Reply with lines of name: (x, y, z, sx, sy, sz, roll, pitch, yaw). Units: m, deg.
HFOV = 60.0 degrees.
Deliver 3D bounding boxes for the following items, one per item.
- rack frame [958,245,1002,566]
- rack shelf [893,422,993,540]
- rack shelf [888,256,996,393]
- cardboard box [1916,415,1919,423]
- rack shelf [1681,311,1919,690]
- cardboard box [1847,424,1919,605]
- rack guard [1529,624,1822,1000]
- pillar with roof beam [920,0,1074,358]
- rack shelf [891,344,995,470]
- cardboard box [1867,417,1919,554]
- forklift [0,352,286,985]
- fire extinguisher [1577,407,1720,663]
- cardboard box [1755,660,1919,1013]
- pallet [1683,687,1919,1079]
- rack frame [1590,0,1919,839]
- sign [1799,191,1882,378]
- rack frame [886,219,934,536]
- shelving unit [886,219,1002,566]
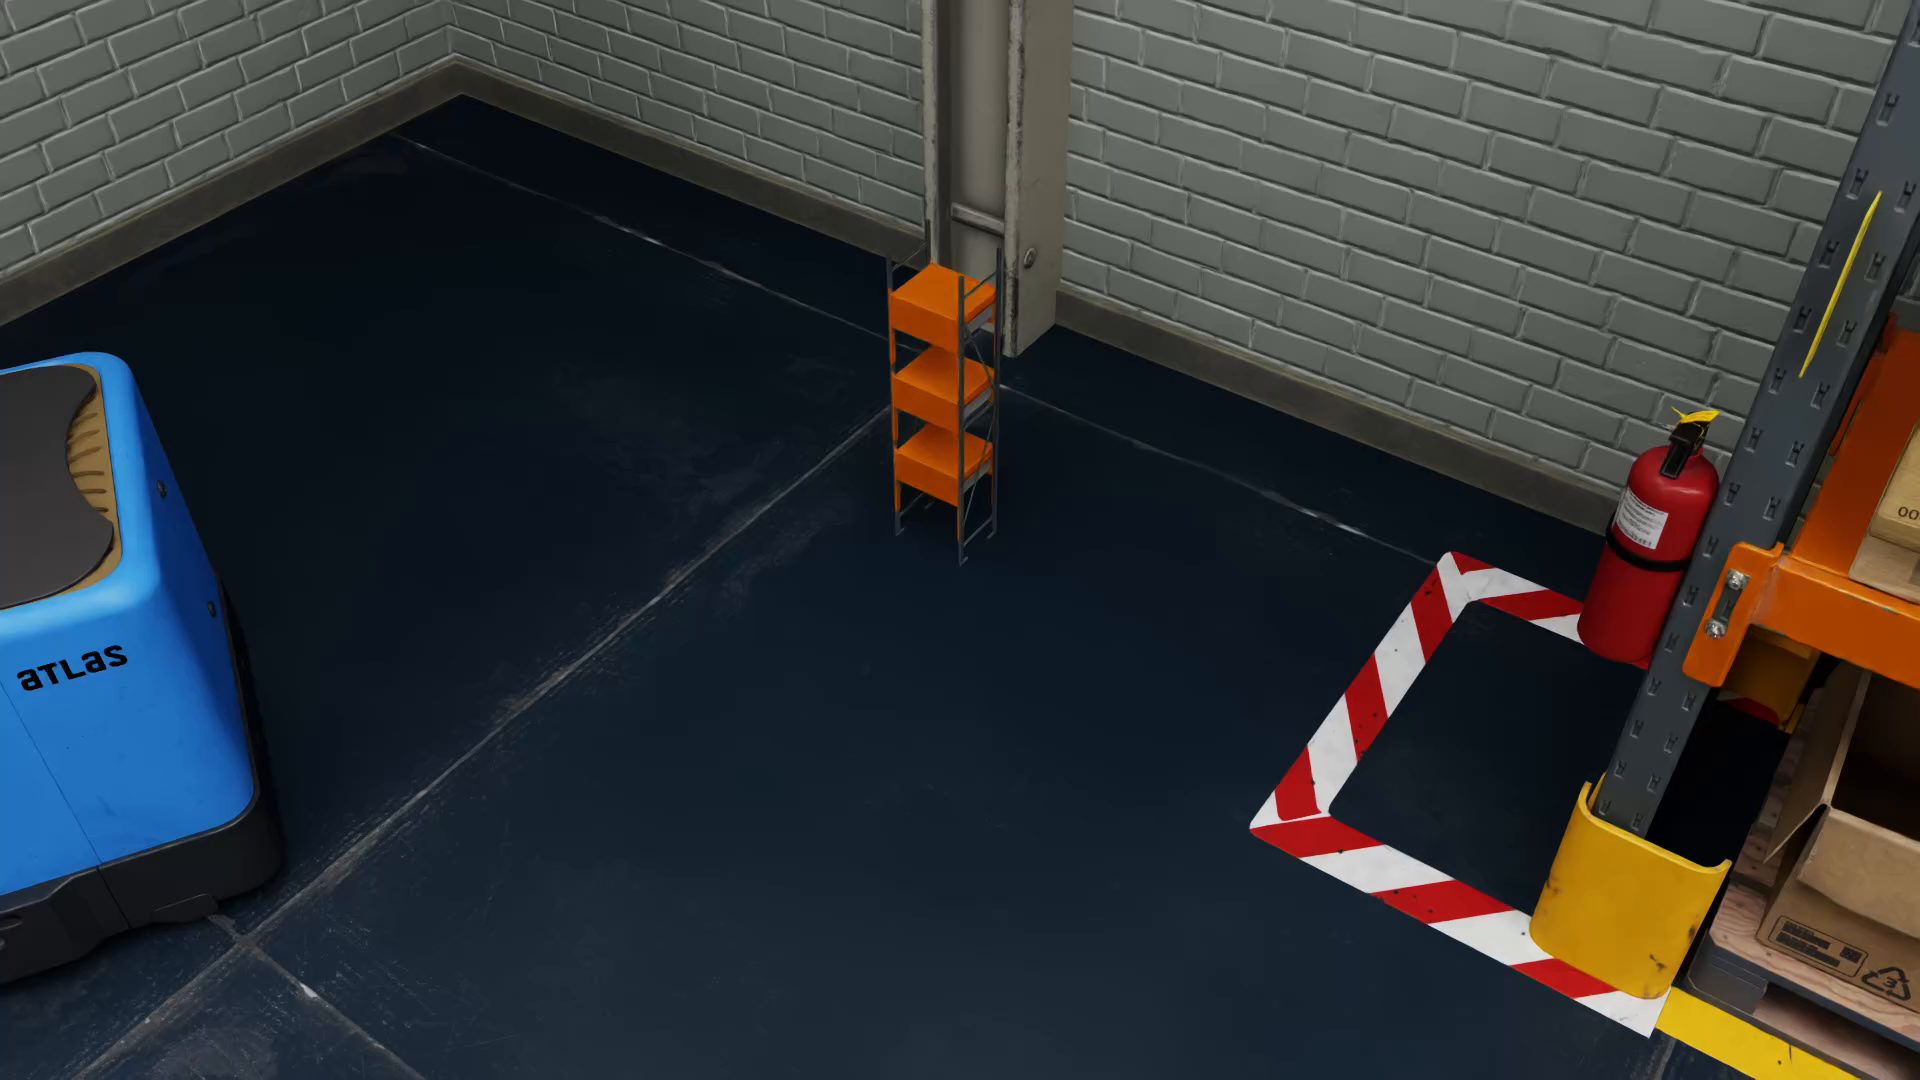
rack frame: (0.056, -0.365, 4.871, 0.008, 1.050, 0.200, 25, 48, 25)
rack shelf: (-0.044, -0.197, 5.115, 0.240, 0.259, 0.215, 25, 48, 25)
rack shelf: (-0.044, -0.615, 4.741, 0.240, 0.259, 0.215, 25, 48, 25)
cardboard box: (2.236, -0.331, 3.559, 0.250, 0.149, 0.380, 25, 47, 25)
rack shelf: (3.448, 0.628, 2.838, 4.000, 0.370, 1.077, 25, 48, 25)
cardboard box: (1.922, -0.036, 3.229, 0.250, 0.149, 0.380, 25, 47, 25)
rack guard: (1.873, 0.555, 4.255, 0.348, 0.500, 1.175, 25, 48, 25)
pillar with roof beam: (-2.352, -1.815, 0.530, 0.400, 9.000, 9.100, 25, 48, 25)
rack shelf: (-0.044, -0.404, 4.930, 0.240, 0.259, 0.215, 25, 48, 25)
cardboard box: (2.027, -0.140, 3.046, 0.500, 0.250, 0.500, 25, 48, 26)
forklift: (-3.281, -0.086, 3.148, 3.031, 2.935, 1.130, -17, 45, -18)
fire extinguisher: (1.425, -0.042, 3.385, 0.183, 0.674, 0.296, 25, 48, 25)
cardboard box: (2.257, 0.654, 3.826, 0.637, 0.503, 0.797, 23, 47, 24)
pallet: (2.526, 0.968, 4.010, 1.213, 0.211, 1.003, 25, 48, 25)
rack frame: (1.810, -0.405, 3.454, 0.127, 3.000, 1.000, 25, 48, 25)
sign: (1.499, -0.432, 2.834, 0.005, 0.325, 0.100, 25, 48, 25)
rack frame: (-0.144, -0.458, 4.975, 0.008, 1.050, 0.200, 25, 48, 25)
shelving unit: (-0.044, -0.412, 4.923, 0.252, 1.050, 0.215, 25, 48, 25)
